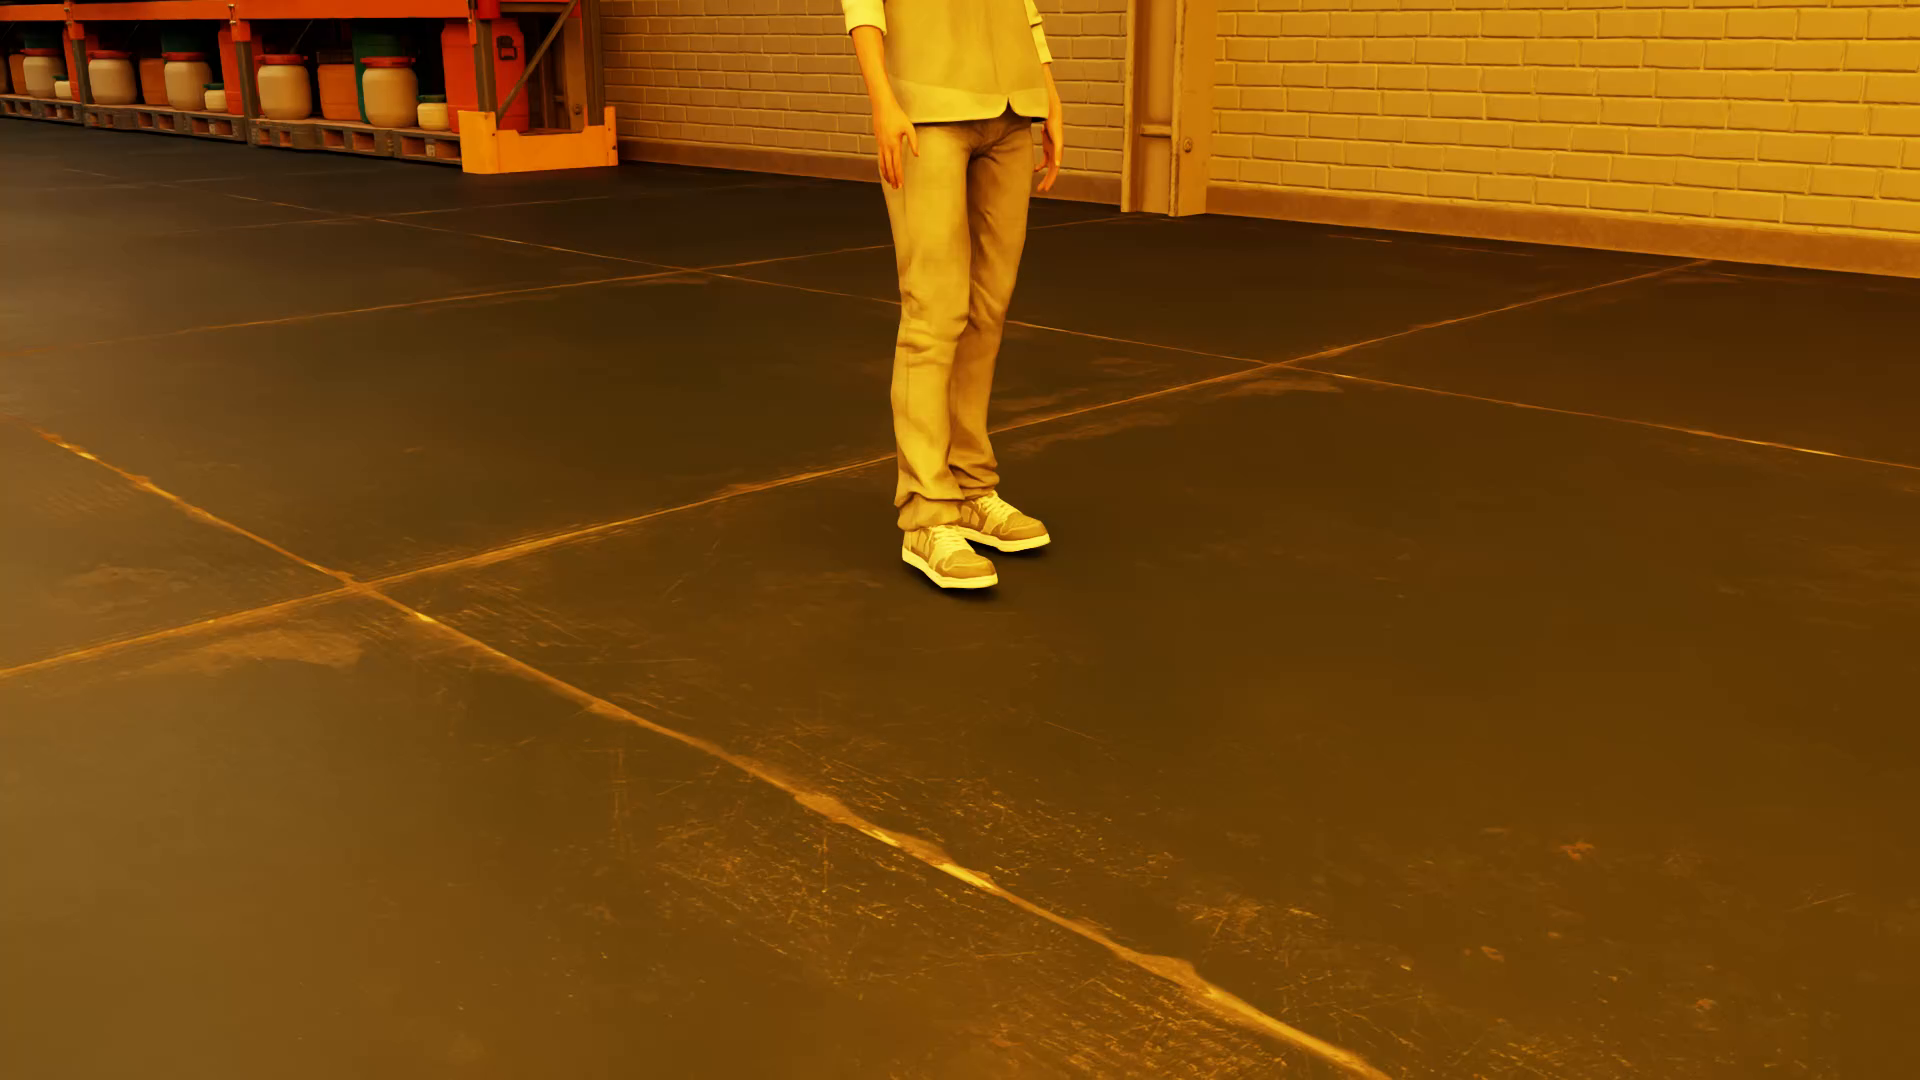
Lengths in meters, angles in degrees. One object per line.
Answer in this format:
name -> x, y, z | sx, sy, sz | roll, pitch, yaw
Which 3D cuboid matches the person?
person -> 0.043, -0.752, 3.097 | 0.473, 1.599, 0.520 | 16, 23, 42
